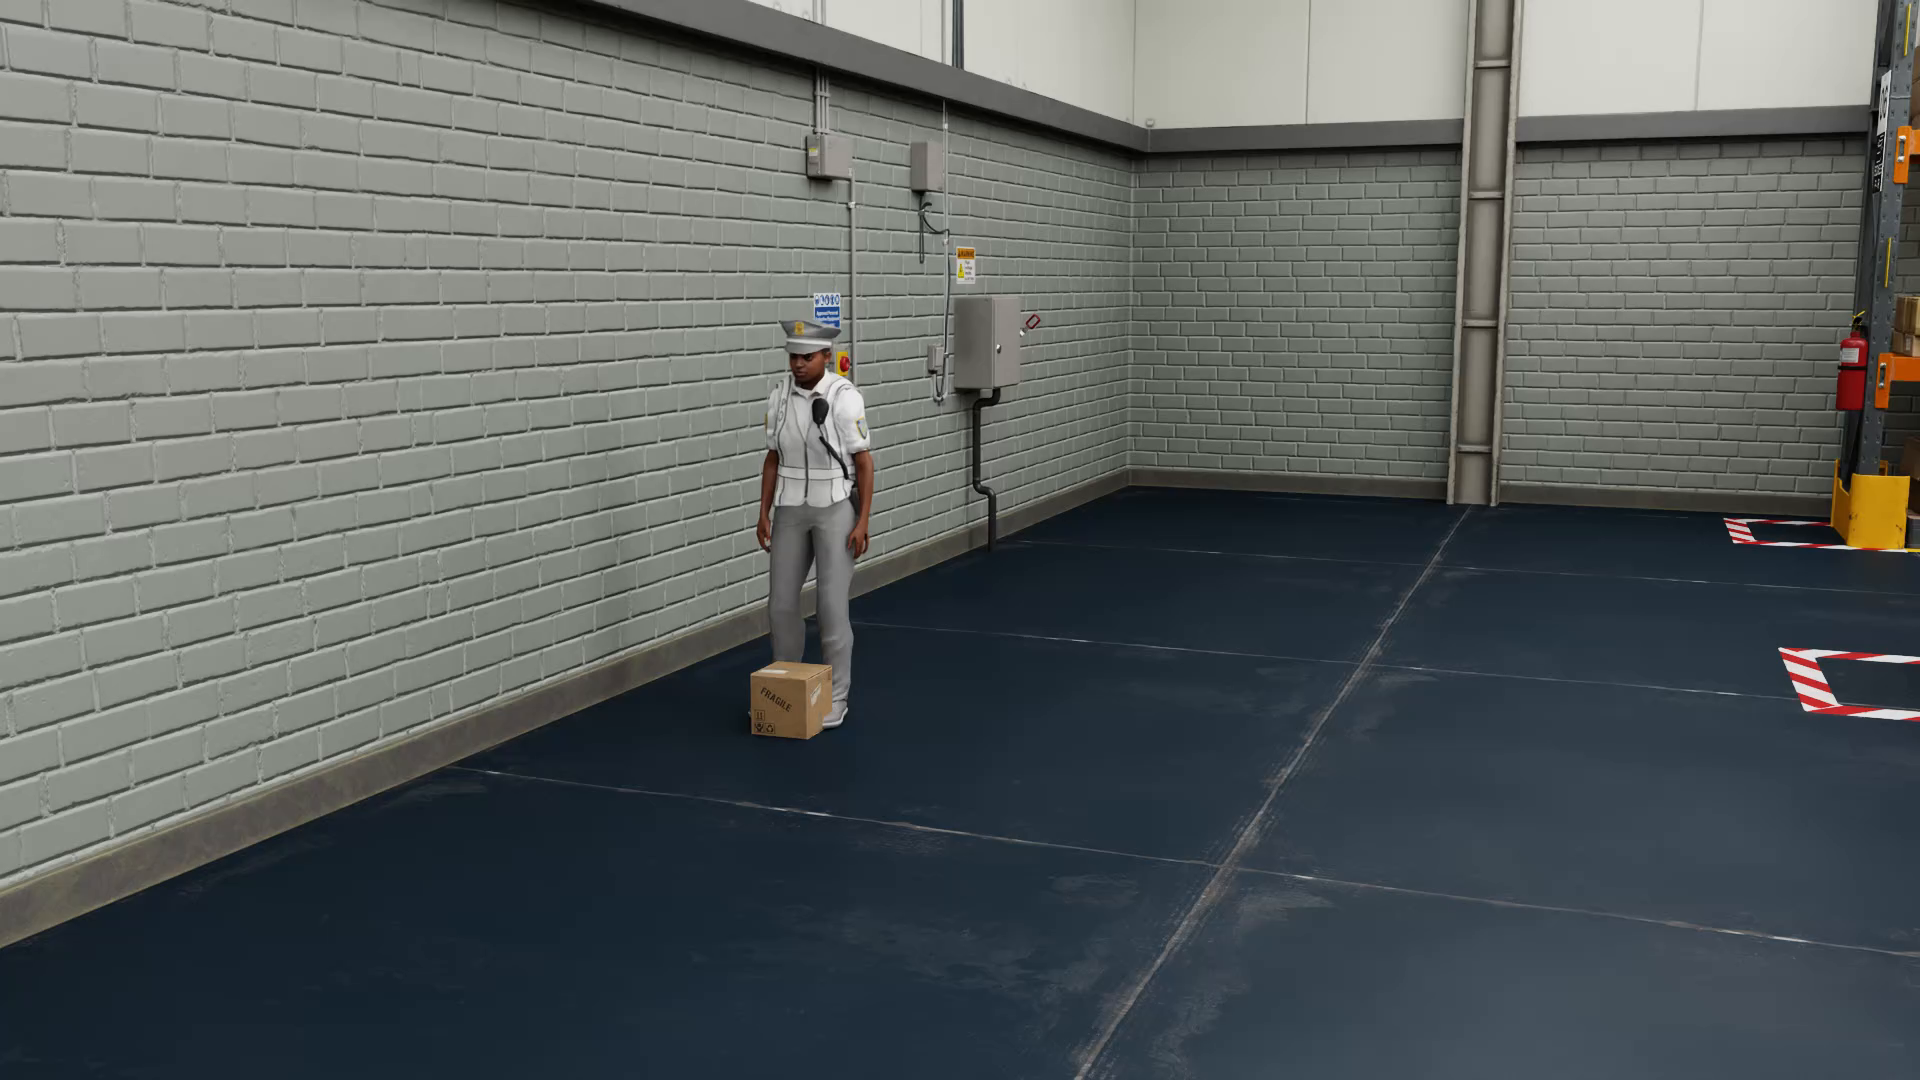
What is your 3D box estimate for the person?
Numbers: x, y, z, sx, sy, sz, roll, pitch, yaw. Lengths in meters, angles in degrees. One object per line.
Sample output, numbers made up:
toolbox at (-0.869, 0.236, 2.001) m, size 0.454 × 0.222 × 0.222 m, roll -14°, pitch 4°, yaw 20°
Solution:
person at (-0.611, -0.077, 6.861) m, size 0.517 × 1.657 × 0.417 m, roll 3°, pitch 9°, yaw 20°
